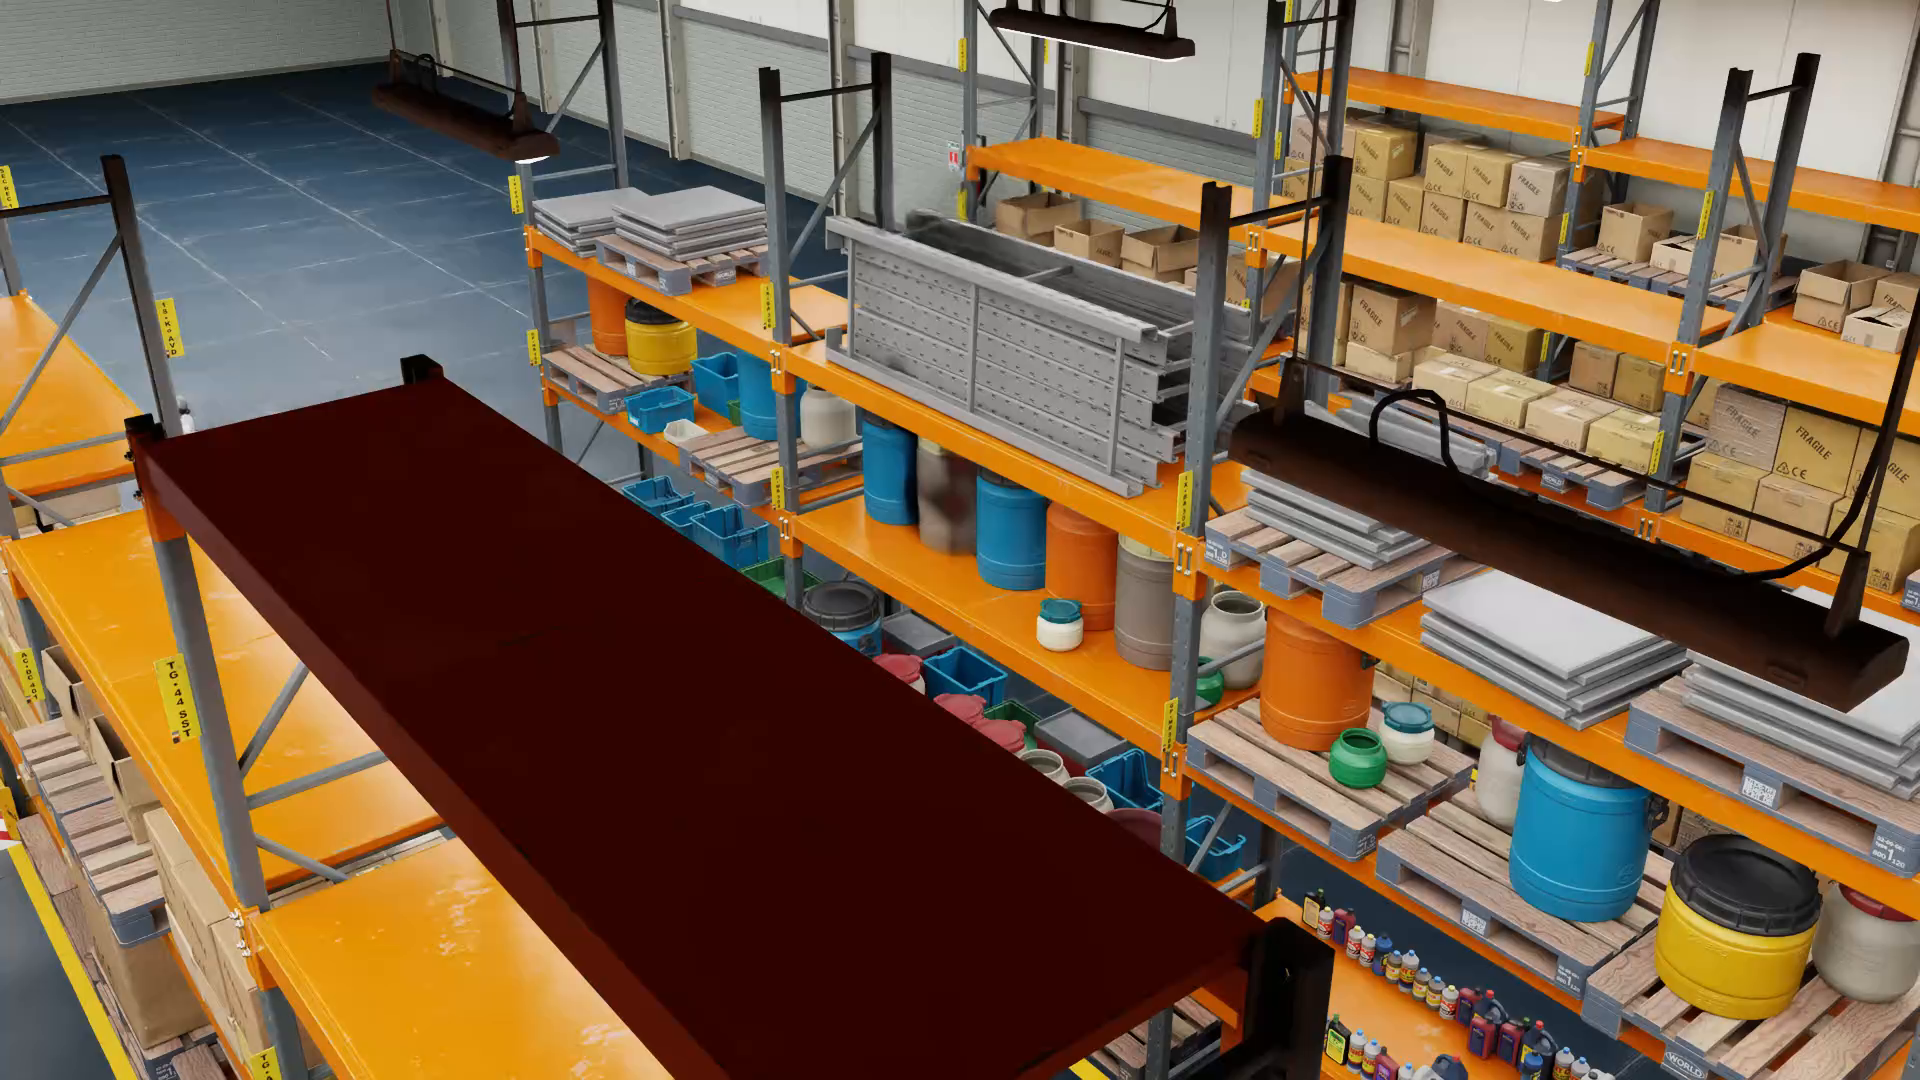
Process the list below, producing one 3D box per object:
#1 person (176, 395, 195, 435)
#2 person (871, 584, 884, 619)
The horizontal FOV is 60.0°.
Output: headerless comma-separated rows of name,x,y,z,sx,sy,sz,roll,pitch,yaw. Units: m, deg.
person,-8.342,-0.788,18.013,0.427,1.647,0.567,-6,26,-12
person,-0.651,0.345,15.245,0.546,1.475,0.729,-18,31,-32
